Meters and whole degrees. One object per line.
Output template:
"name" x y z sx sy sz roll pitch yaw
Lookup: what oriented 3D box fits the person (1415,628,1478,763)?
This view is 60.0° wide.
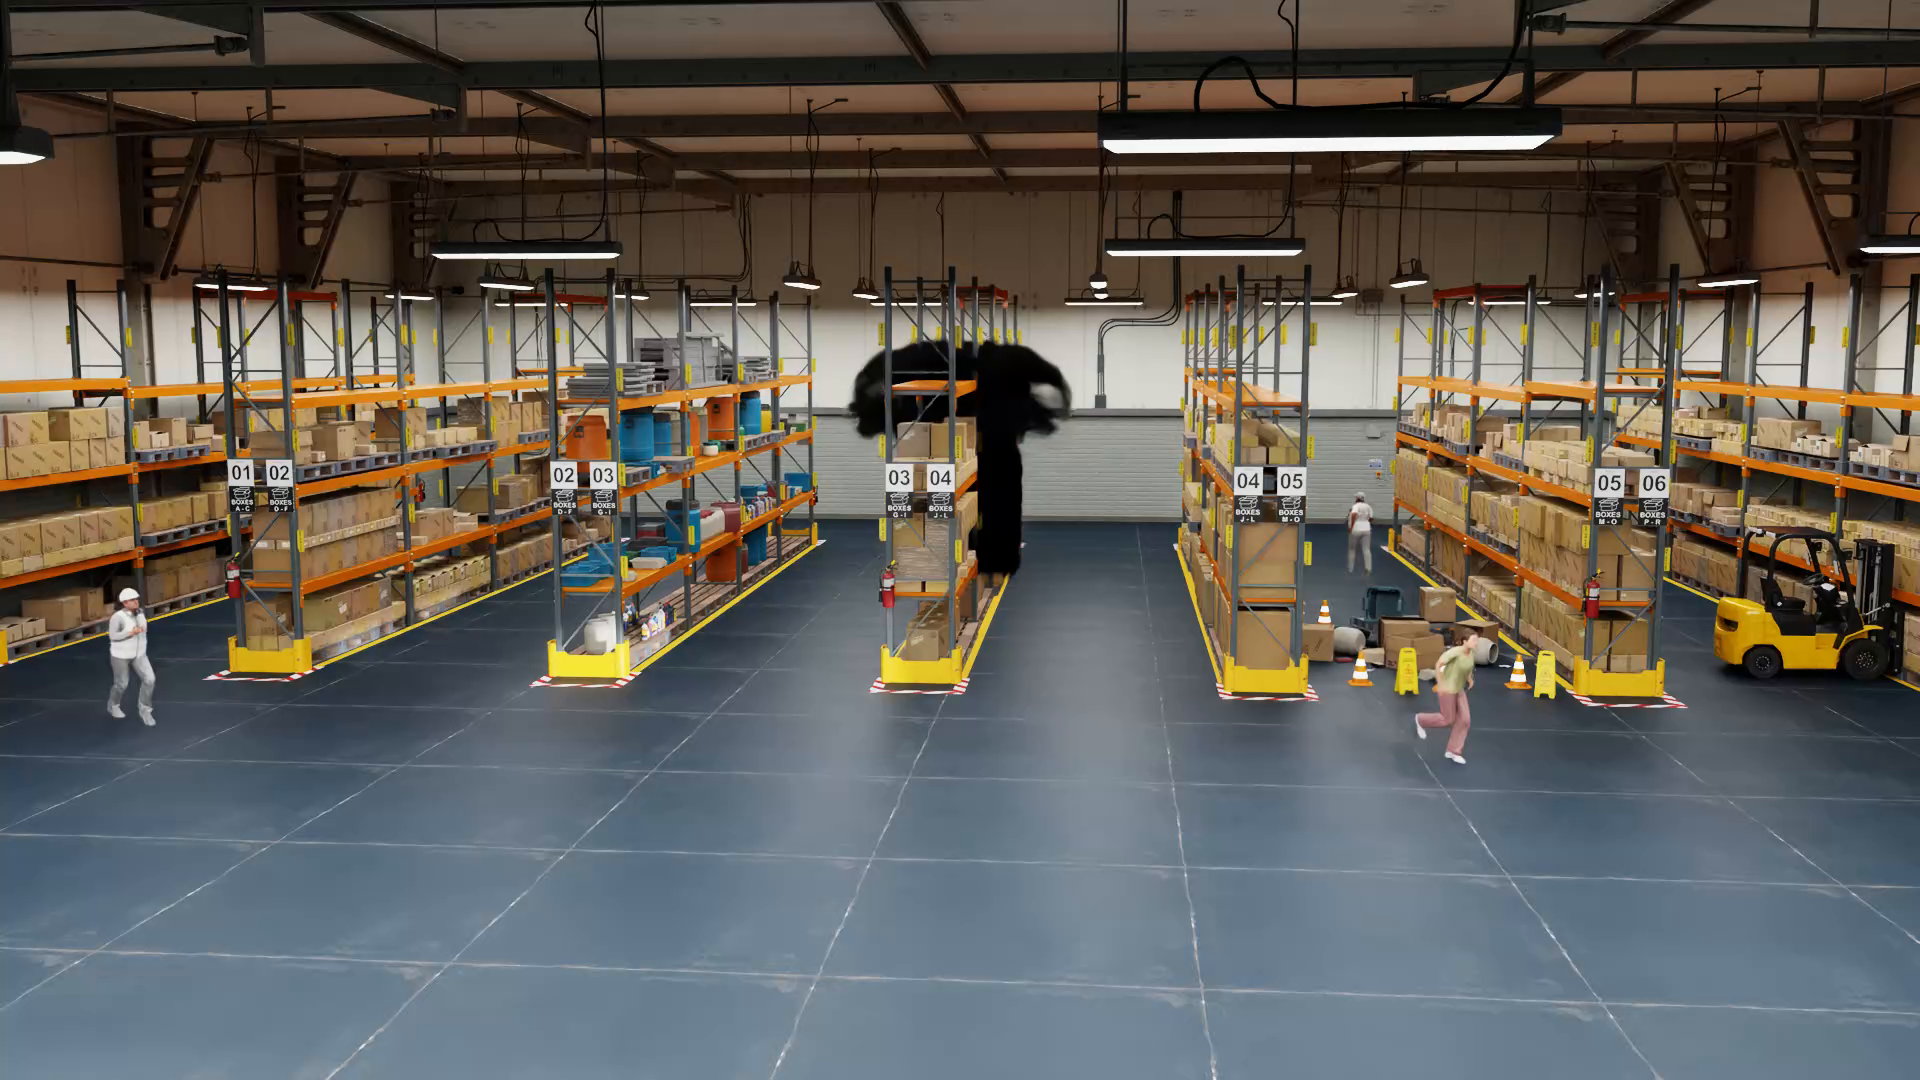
"person" 5.832 1.821 19.933 0.579 1.619 0.837 -6 9 -40

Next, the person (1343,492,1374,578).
"person" 7.885 -0.097 32.767 0.596 1.715 0.799 -1 7 -11

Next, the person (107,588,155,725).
"person" -10.810 1.527 21.592 0.859 1.838 0.639 4 8 29

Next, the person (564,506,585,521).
"person" -9.761 -0.944 41.987 0.762 1.782 0.624 0 7 3

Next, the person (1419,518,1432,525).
"person" 11.364 -0.693 39.986 0.584 1.701 0.776 4 8 32
